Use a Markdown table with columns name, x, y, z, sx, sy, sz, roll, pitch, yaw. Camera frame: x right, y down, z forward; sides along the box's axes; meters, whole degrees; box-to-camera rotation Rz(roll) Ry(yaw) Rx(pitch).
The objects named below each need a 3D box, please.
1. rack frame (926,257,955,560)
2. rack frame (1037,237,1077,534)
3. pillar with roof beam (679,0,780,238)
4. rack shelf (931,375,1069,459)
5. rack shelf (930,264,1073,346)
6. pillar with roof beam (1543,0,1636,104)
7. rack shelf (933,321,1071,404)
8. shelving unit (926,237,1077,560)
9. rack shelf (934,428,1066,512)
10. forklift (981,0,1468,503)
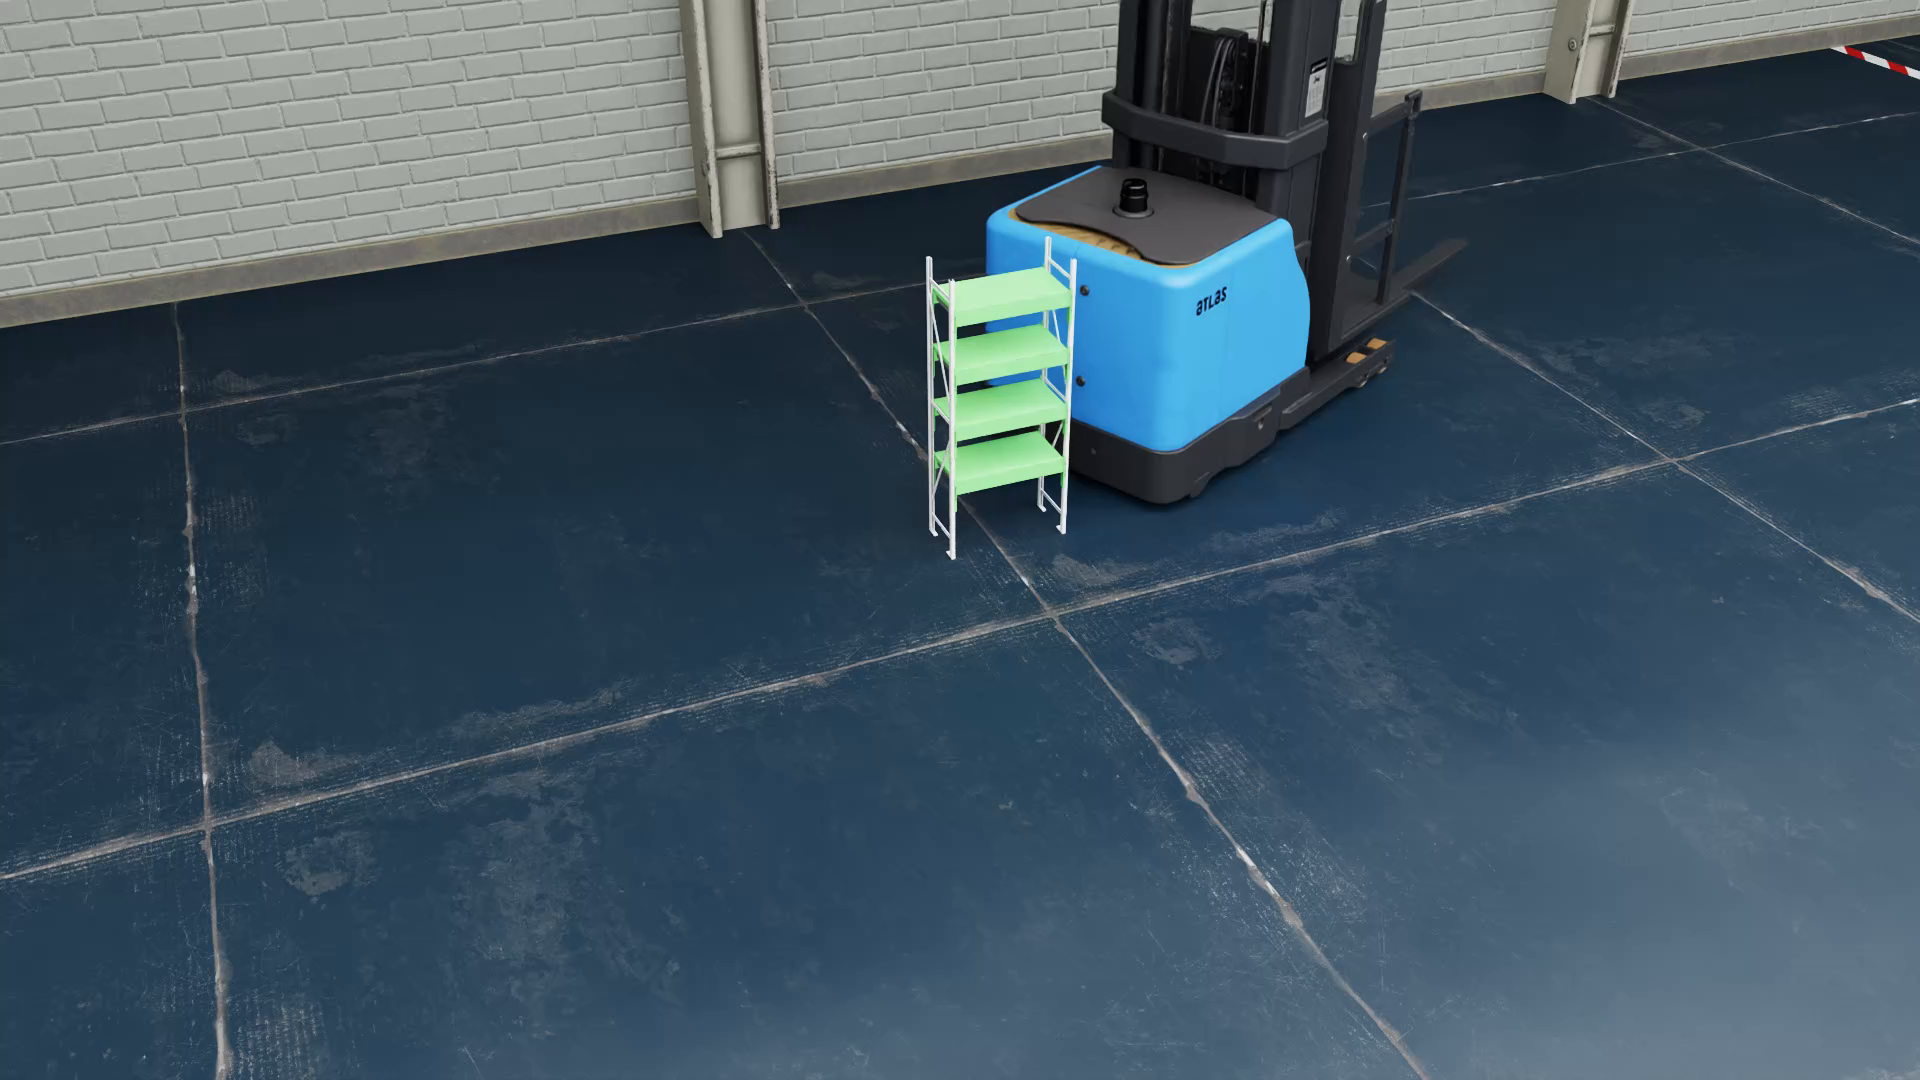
| name | x | y | z | sx | sy | sz | roll | pitch | yaw |
| --- | --- | --- | --- | --- | --- | --- | --- | --- | --- |
| rack frame | -0.072 | -0.486 | 6.397 | 0.015 | 1.200 | 0.240 | -13 | 35 | -19 |
| rack frame | 0.378 | -0.589 | 6.556 | 0.015 | 1.200 | 0.240 | -13 | 35 | -19 |
| pillar with roof beam | 0.399 | -3.425 | 3.762 | 0.400 | 9.000 | 9.100 | -13 | 35 | -19 |
| rack shelf | 0.153 | -0.484 | 6.511 | 0.480 | 0.148 | 0.258 | -13 | 35 | -19 |
| rack shelf | 0.153 | -0.887 | 6.250 | 0.480 | 0.148 | 0.258 | -13 | 35 | -19 |
| pillar with roof beam | 5.932 | -4.691 | 5.709 | 0.400 | 9.000 | 9.100 | -13 | 35 | -19 |
| rack shelf | 0.153 | -0.685 | 6.380 | 0.480 | 0.148 | 0.258 | -13 | 35 | -19 |
| shelving unit | 0.153 | -0.538 | 6.476 | 0.503 | 1.200 | 0.258 | -13 | 35 | -19 |
| rack shelf | 0.153 | -0.283 | 6.642 | 0.480 | 0.148 | 0.258 | -13 | 35 | -19 |
| forklift | 1.434 | -2.106 | 7.300 | 1.130 | 2.935 | 3.031 | 25 | 41 | 33 |
